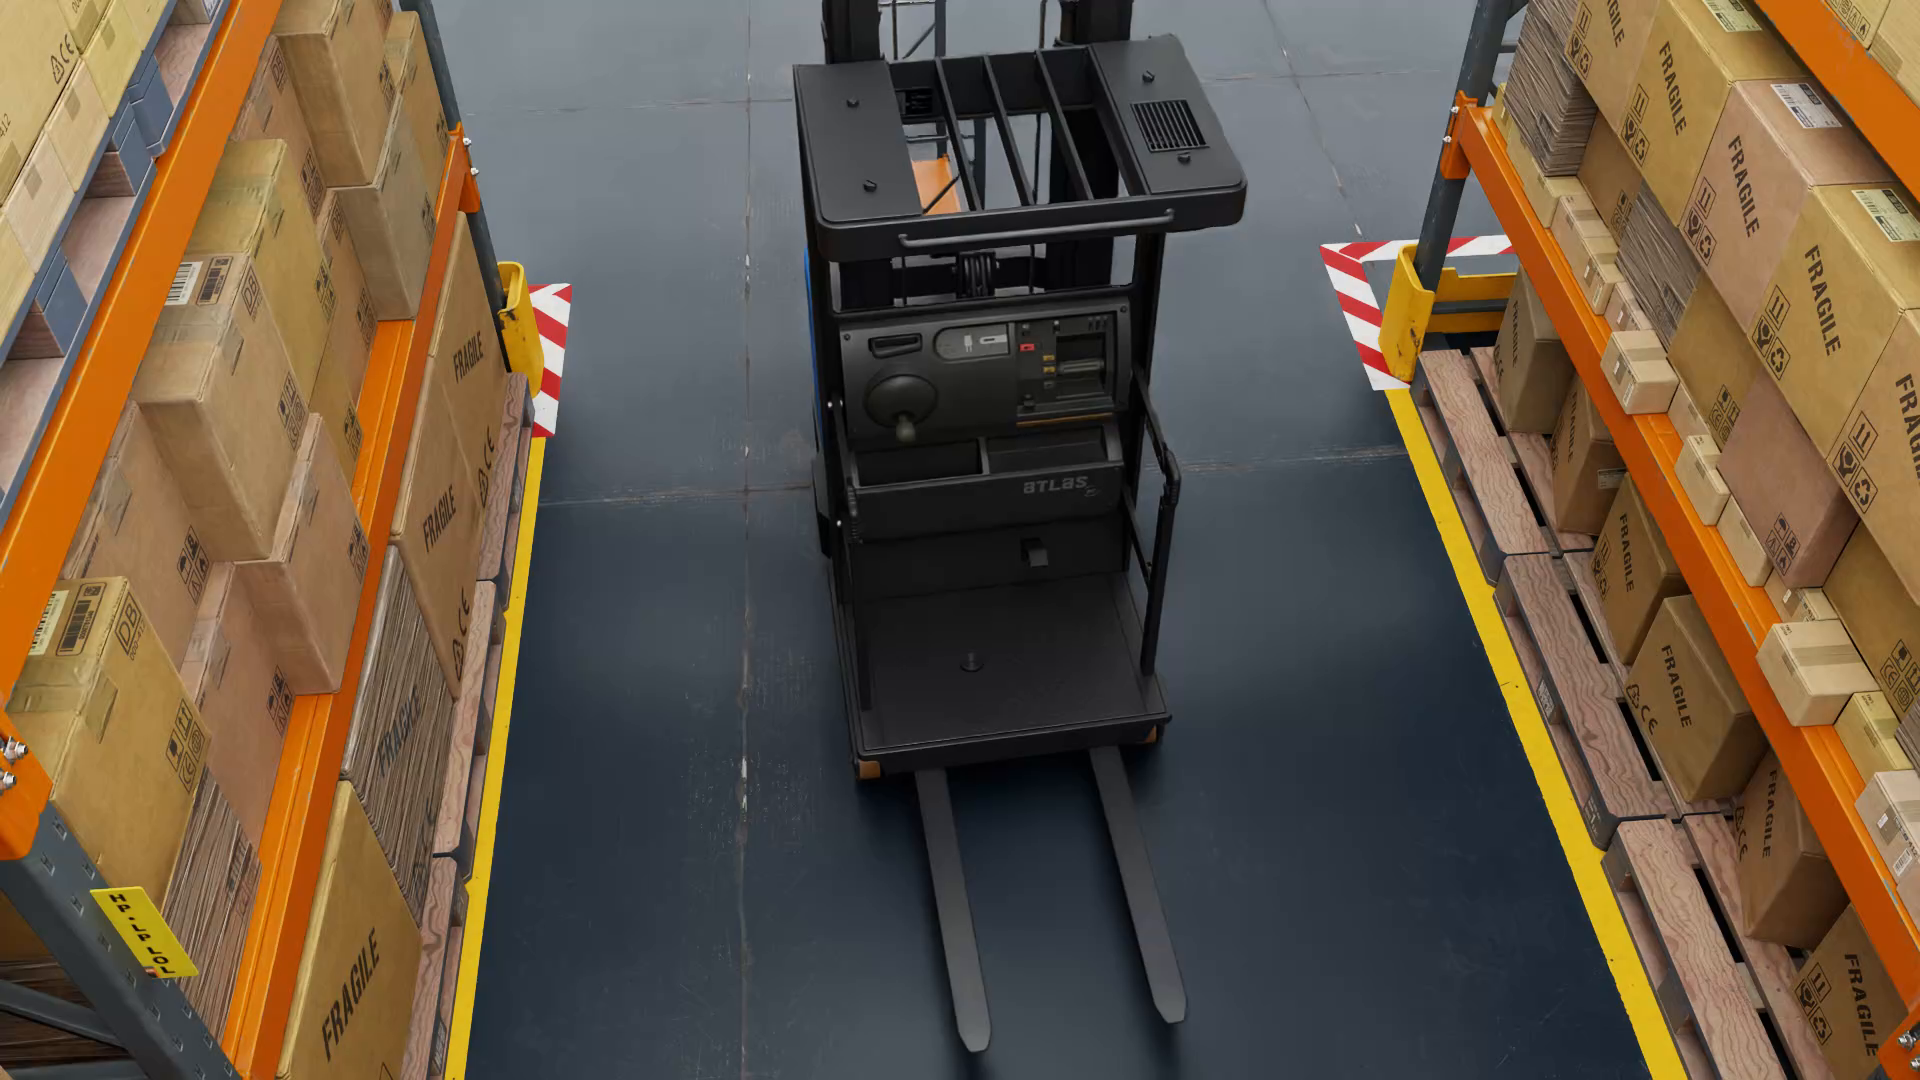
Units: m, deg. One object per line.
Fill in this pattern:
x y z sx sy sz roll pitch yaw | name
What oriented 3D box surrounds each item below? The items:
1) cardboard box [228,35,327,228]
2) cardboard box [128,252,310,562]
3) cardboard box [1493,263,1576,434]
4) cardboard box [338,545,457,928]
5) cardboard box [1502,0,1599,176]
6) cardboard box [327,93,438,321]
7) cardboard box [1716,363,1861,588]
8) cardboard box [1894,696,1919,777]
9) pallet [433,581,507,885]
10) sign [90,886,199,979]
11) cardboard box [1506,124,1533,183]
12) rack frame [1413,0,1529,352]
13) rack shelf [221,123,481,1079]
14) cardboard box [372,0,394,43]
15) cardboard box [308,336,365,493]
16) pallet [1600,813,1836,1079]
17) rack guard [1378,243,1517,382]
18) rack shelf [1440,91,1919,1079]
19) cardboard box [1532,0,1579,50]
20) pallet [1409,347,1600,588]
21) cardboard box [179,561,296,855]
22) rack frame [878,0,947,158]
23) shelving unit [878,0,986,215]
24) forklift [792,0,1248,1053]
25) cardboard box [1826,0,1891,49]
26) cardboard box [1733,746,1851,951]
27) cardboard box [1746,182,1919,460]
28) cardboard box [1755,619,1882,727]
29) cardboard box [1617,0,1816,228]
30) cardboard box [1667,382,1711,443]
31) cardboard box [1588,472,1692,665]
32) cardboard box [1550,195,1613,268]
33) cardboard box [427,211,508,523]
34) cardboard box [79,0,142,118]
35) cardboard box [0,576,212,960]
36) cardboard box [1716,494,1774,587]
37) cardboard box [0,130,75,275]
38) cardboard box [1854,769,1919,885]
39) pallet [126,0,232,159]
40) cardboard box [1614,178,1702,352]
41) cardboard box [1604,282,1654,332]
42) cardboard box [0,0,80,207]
-2.411 -1.066 4.847 0.875 0.550 0.550 -3 47 -3 | cardboard box
-2.184 -0.308 4.128 0.875 0.550 0.550 -3 47 -3 | cardboard box
2.534 -0.780 6.855 0.500 0.500 0.500 4 47 4 | cardboard box
-2.180 0.649 5.243 0.875 0.875 0.875 -3 47 -3 | cardboard box
2.517 -1.685 6.006 0.875 0.500 0.500 -3 47 -3 | cardboard box
-2.309 -1.109 5.631 0.875 0.550 0.550 -3 47 -3 | cardboard box
2.708 -0.240 4.637 0.875 0.500 0.500 -3 47 -3 | cardboard box
2.857 0.480 3.956 0.875 0.500 0.500 -3 47 -3 | cardboard box
-2.209 0.693 5.948 1.003 0.211 1.213 -3 47 -3 | pallet
-1.578 0.763 3.218 0.100 0.325 0.005 -3 47 -3 | sign
2.287 -1.459 6.239 0.380 0.149 0.250 -3 47 -3 | cardboard box
2.498 -1.948 6.529 1.000 3.000 0.127 -3 47 -3 | rack frame
-2.285 -0.025 5.204 1.077 0.370 4.000 -3 47 -3 | rack shelf
-2.460 -1.872 5.610 0.875 0.550 0.550 -3 47 -3 | cardboard box
-2.301 -0.315 4.879 0.875 0.550 0.500 -3 47 -3 | cardboard box
2.742 1.421 5.259 1.003 0.211 1.213 -3 47 -3 | pallet
2.505 -1.034 7.385 1.175 0.500 0.348 -3 47 -3 | rack guard
2.666 -0.254 5.420 1.077 0.370 4.000 -3 47 -3 | rack shelf
2.273 -2.014 5.629 0.500 0.500 0.500 -3 47 -3 | cardboard box
2.538 -0.344 6.931 1.003 0.211 1.213 -3 47 -3 | pallet
-2.229 0.460 4.145 0.875 0.550 0.550 -3 47 -3 | cardboard box
-0.310 -1.791 7.413 0.500 1.500 0.032 -6 47 -6 | rack frame
-0.230 -1.420 7.062 0.587 1.500 1.083 -6 47 -6 | shelving unit
0.122 -0.440 5.148 1.130 2.935 3.031 -6 47 -6 | forklift
2.417 -1.456 4.100 0.500 0.250 0.500 -2 47 -2 | cardboard box
2.784 0.955 5.212 0.500 0.500 0.500 10 47 9 | cardboard box
2.437 -0.567 4.259 0.500 0.500 0.500 -3 47 -3 | cardboard box
2.418 0.354 4.521 0.380 0.149 0.250 -3 47 -3 | cardboard box
2.351 -1.290 4.944 0.500 0.500 0.500 -3 47 -3 | cardboard box
2.467 -0.377 5.214 0.380 0.149 0.250 -3 47 -3 | cardboard box
2.652 0.104 6.018 0.500 0.500 0.500 0 47 0 | cardboard box
2.334 -1.098 5.897 0.380 0.149 0.250 -3 47 -3 | cardboard box
-2.330 -0.647 6.471 0.875 0.875 0.875 -3 47 -3 | cardboard box
-1.897 -0.970 3.352 0.380 0.149 0.250 -4 47 -4 | cardboard box
-2.114 0.482 3.380 0.875 0.550 0.550 -3 47 -3 | cardboard box
2.467 -0.013 4.869 0.380 0.149 0.250 -3 47 -3 | cardboard box
-1.852 -0.602 3.003 0.380 0.149 0.250 -4 47 -3 | cardboard box
2.511 0.713 4.182 0.380 0.149 0.250 -3 47 -3 | cardboard box
-2.275 -1.300 3.910 1.003 0.211 1.213 -3 47 -3 | pallet
2.677 -0.966 5.326 0.875 0.500 0.500 -3 47 -3 | cardboard box
2.396 -0.737 5.555 0.380 0.149 0.250 -3 47 -3 | cardboard box
-1.923 -0.823 2.937 0.500 0.250 0.500 -4 47 -4 | cardboard box
